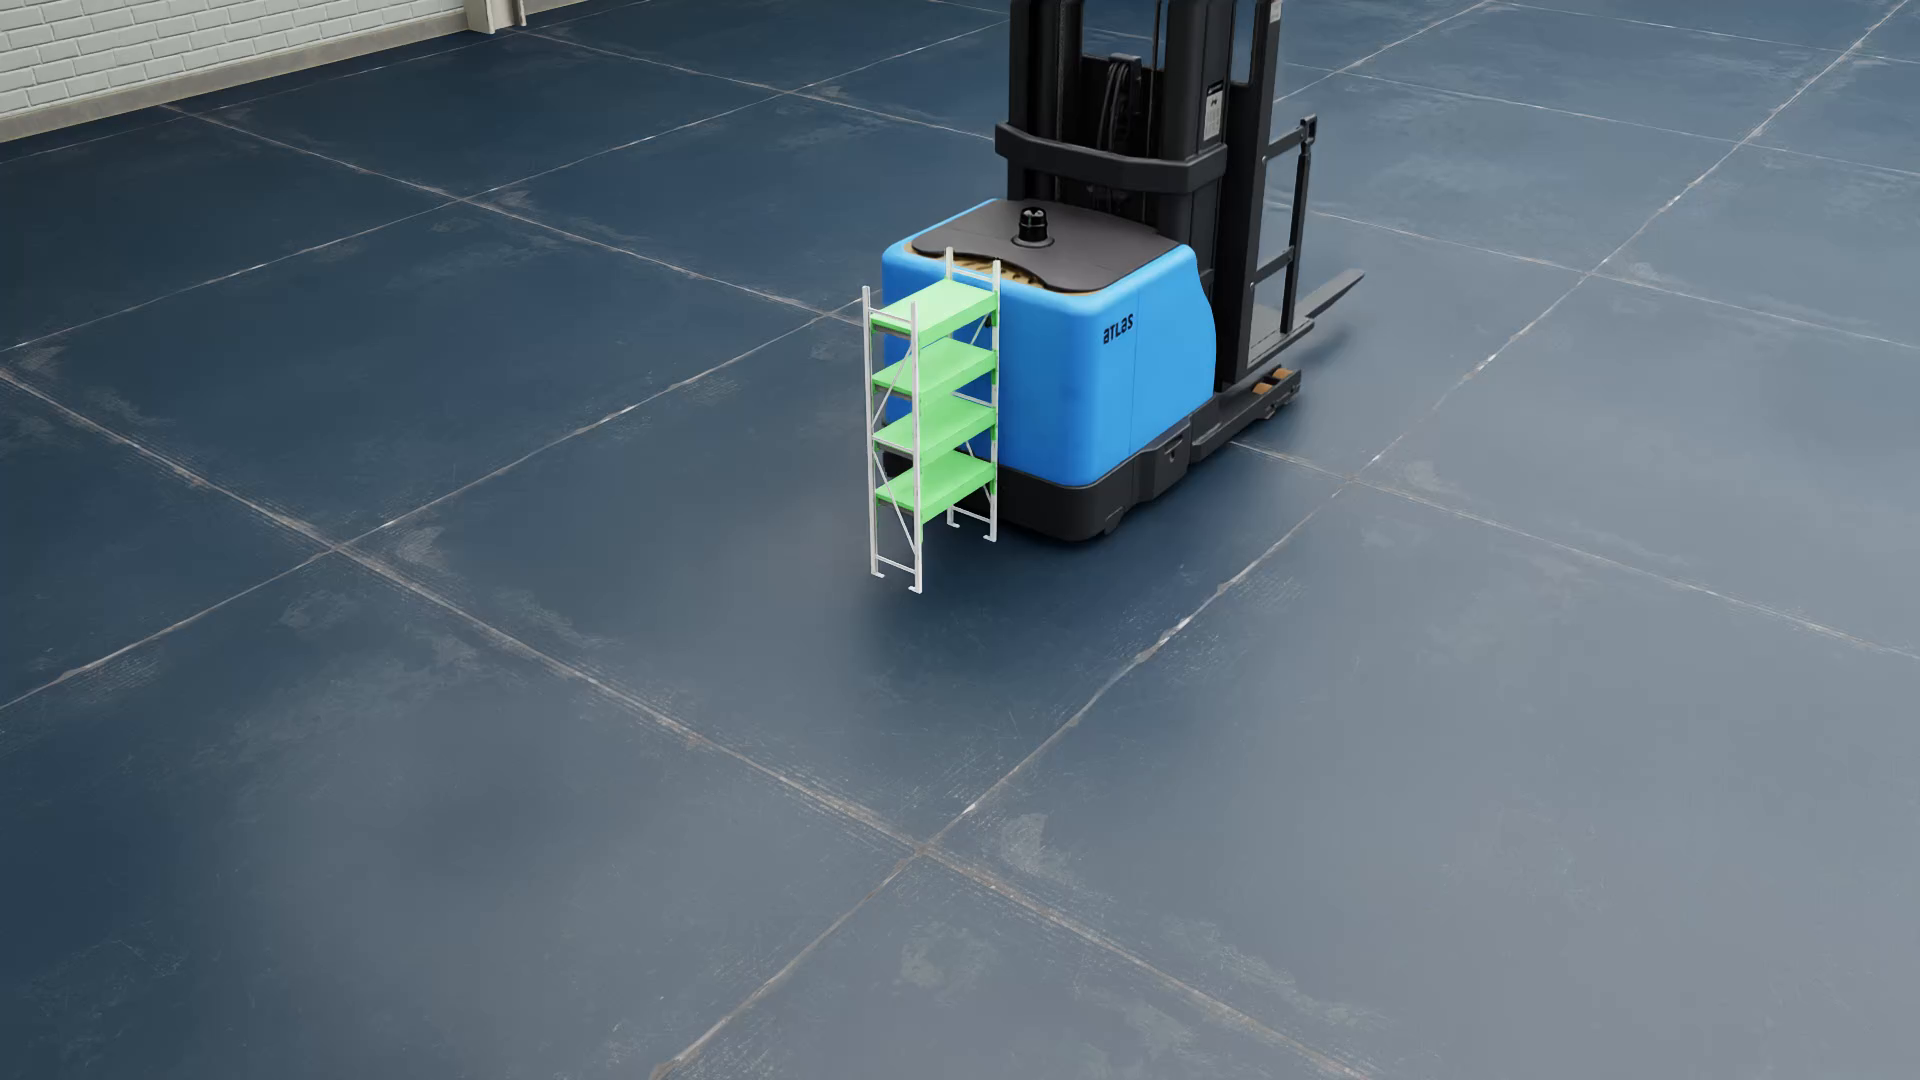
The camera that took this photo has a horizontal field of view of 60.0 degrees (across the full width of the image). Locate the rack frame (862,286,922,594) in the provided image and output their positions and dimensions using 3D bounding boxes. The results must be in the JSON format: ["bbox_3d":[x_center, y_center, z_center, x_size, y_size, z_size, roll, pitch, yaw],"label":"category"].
[{"bbox_3d":[-0.247,-0.350,6.163,0.240,1.200,0.015,21,37,31],"label":"rack frame"}]

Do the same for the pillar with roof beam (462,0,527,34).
[{"bbox_3d":[-0.492,-6.894,9.556,9.100,9.000,0.400,21,37,31],"label":"pillar with roof beam"}]

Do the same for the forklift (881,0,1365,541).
[{"bbox_3d":[0.949,-1.953,7.170,1.130,2.935,3.031,21,36,31],"label":"forklift"}]

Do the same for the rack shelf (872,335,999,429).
[{"bbox_3d":[-0.100,-0.600,6.241,0.258,0.148,0.480,21,37,31],"label":"rack shelf"}]

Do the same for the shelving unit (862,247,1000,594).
[{"bbox_3d":[-0.100,-0.449,6.331,0.258,1.200,0.503,21,37,31],"label":"shelving unit"}]

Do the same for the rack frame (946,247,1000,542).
[{"bbox_3d":[0.047,-0.548,6.498,0.240,1.200,0.015,21,37,31],"label":"rack frame"}]

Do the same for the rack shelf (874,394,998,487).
[{"bbox_3d":[-0.100,-0.394,6.363,0.258,0.148,0.480,21,37,31],"label":"rack shelf"}]

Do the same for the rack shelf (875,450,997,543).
[{"bbox_3d":[-0.100,-0.187,6.486,0.258,0.148,0.480,21,37,31],"label":"rack shelf"}]

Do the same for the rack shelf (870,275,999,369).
[{"bbox_3d":[-0.100,-0.807,6.118,0.258,0.148,0.480,21,37,31],"label":"rack shelf"}]
